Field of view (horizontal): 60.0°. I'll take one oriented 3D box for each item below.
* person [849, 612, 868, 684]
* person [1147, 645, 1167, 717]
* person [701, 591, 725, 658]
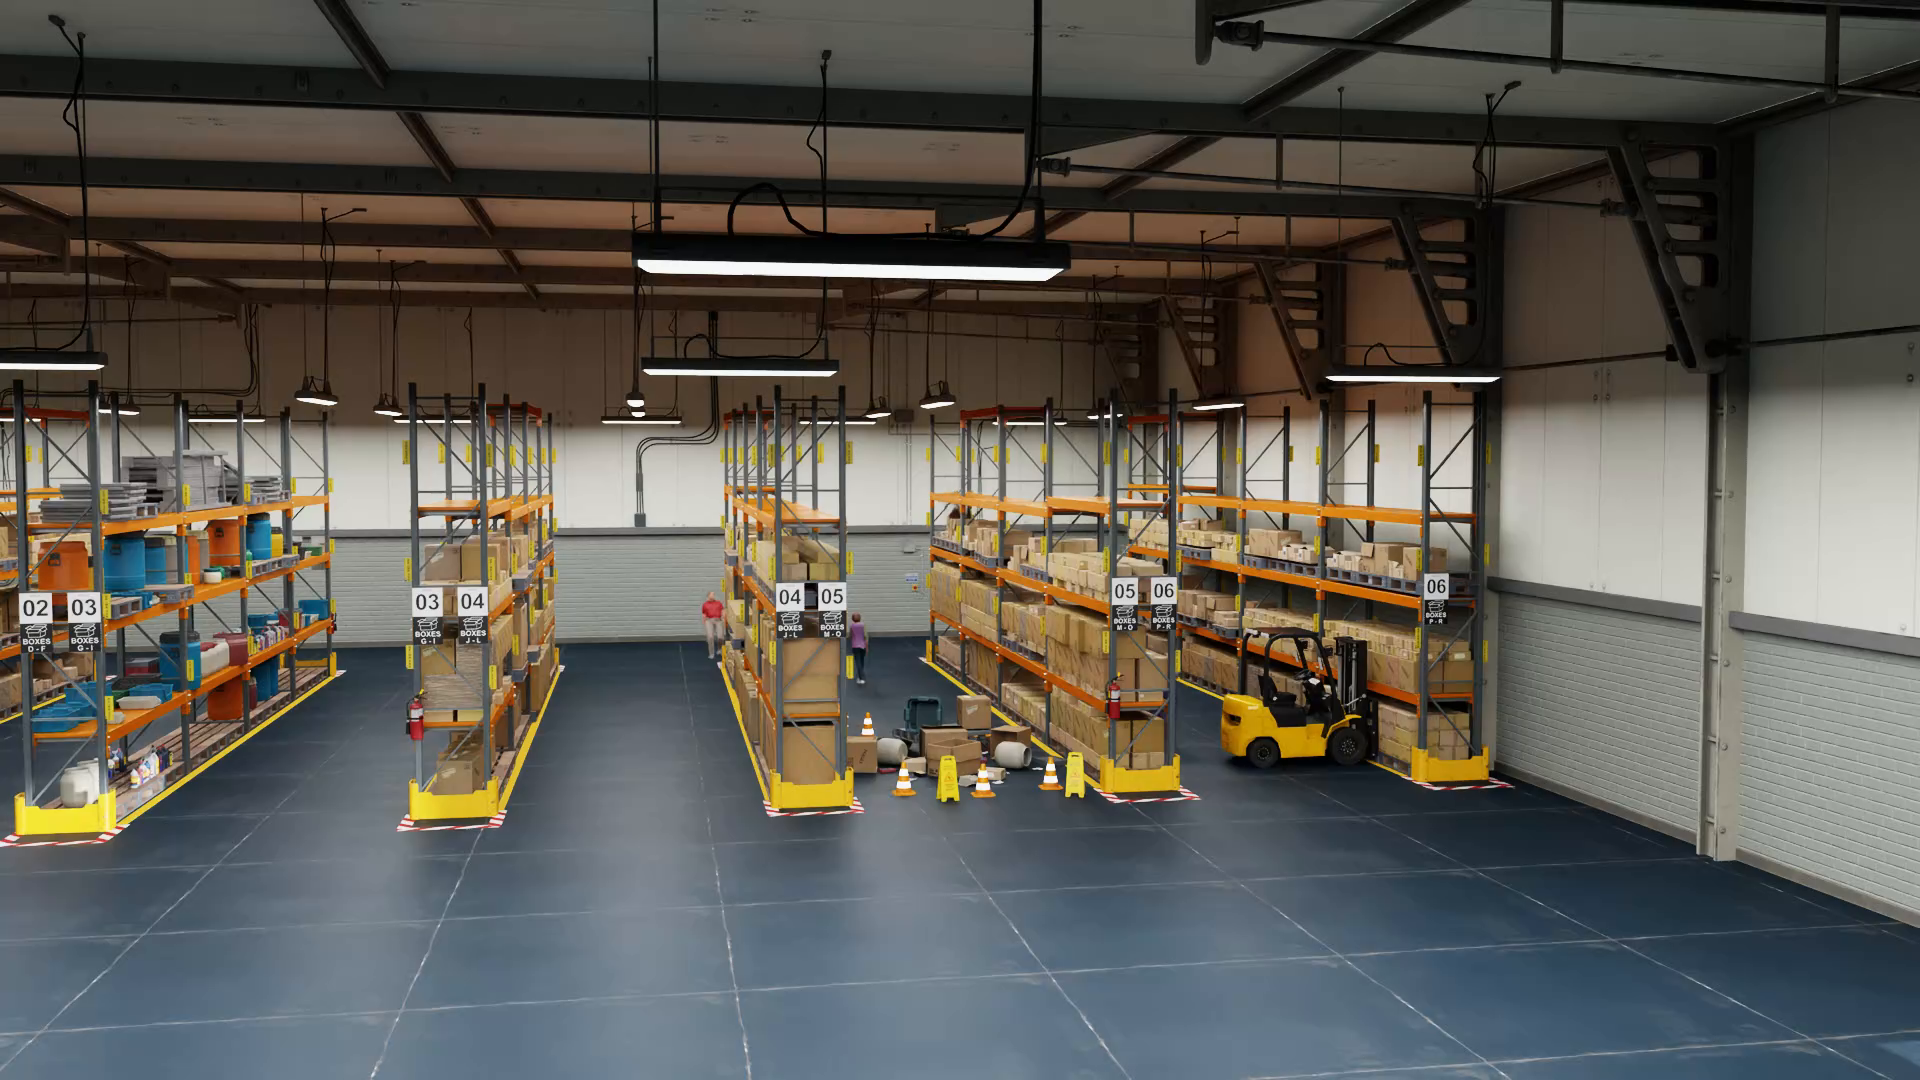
[{"bbox_3d":[-2.235,2.351,36.282,0.394,1.566,0.841,-1,3,-21],"label":"person"},{"bbox_3d":[3.461,2.722,29.805,0.580,1.663,0.799,-1,3,-10],"label":"person"},{"bbox_3d":[-6.124,2.106,41.426,0.602,1.644,0.663,-1,3,-12],"label":"person"}]
